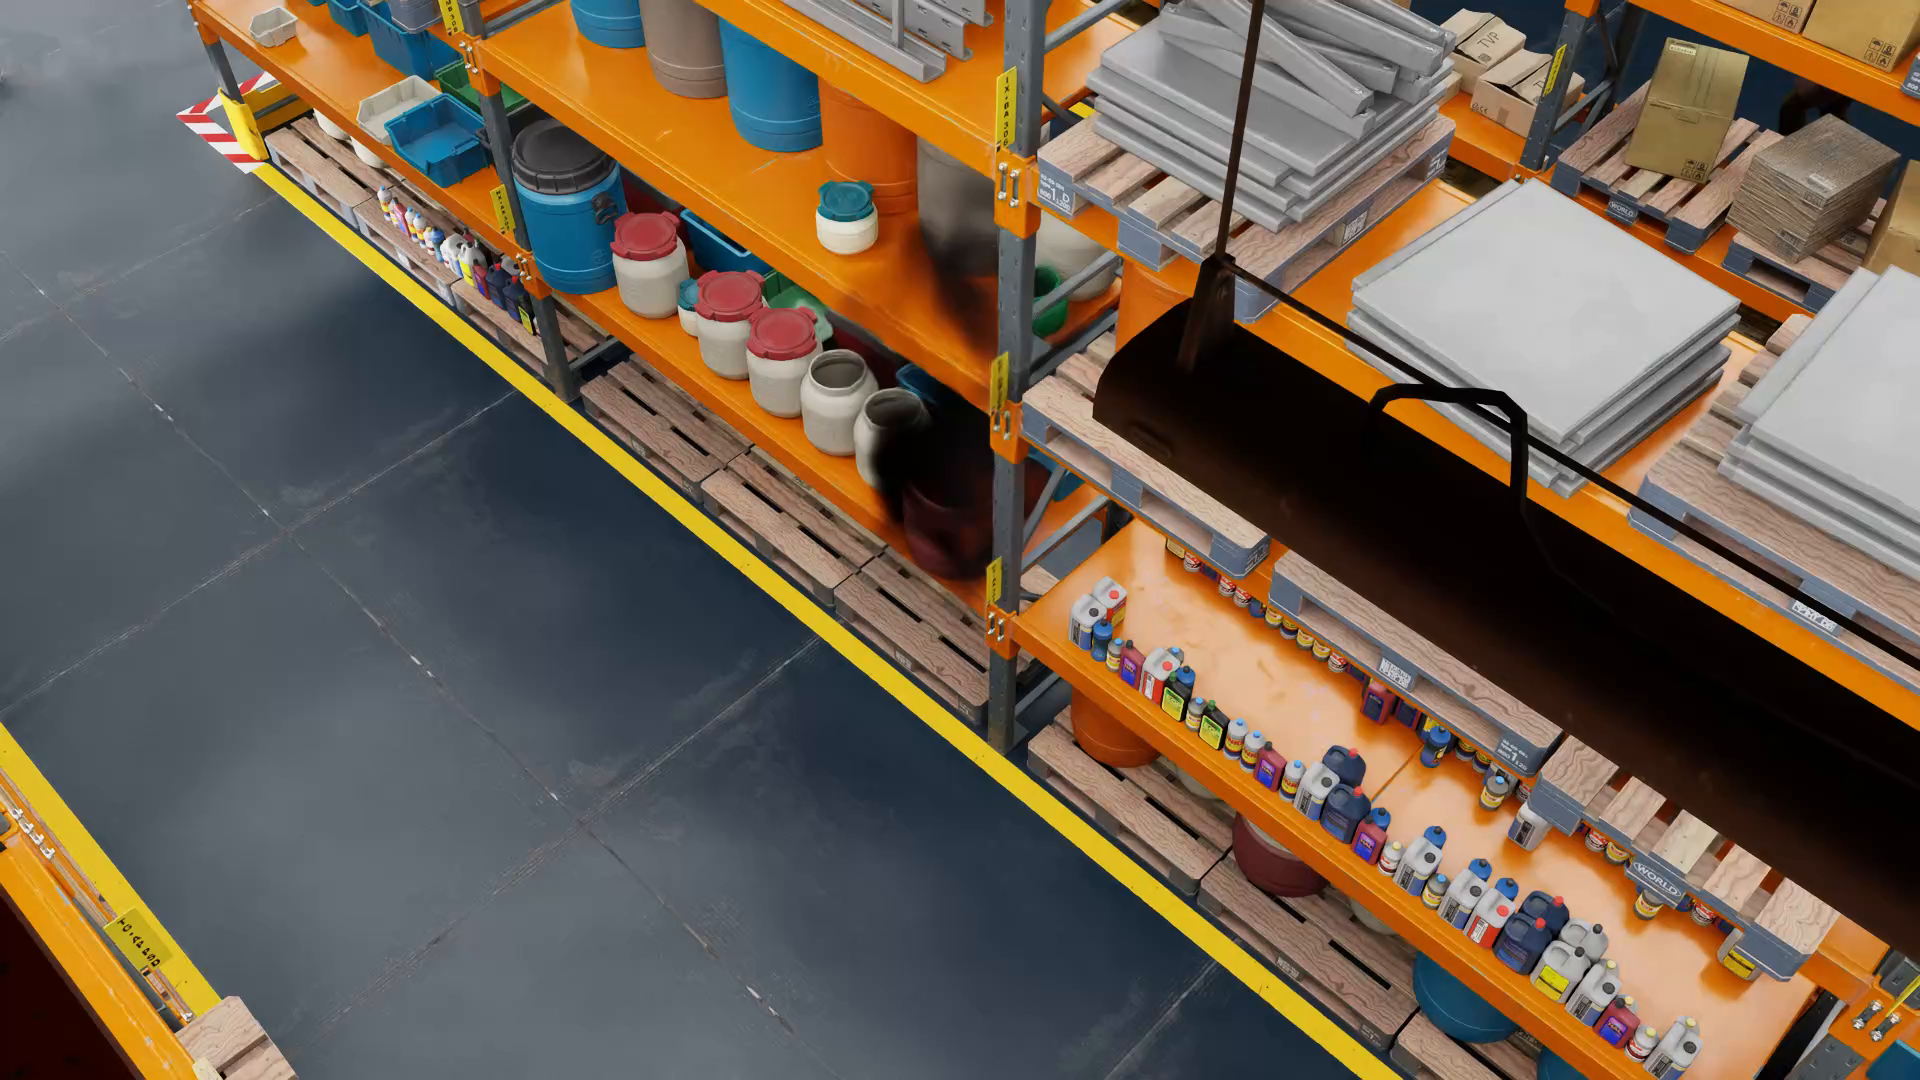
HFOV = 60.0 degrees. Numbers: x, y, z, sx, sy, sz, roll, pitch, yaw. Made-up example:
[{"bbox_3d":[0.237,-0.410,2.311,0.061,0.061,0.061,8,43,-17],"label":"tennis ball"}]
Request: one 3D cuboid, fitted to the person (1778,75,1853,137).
[{"bbox_3d":[6.389,-3.374,12.070,0.785,1.834,0.688,29,56,22],"label":"person"}]
